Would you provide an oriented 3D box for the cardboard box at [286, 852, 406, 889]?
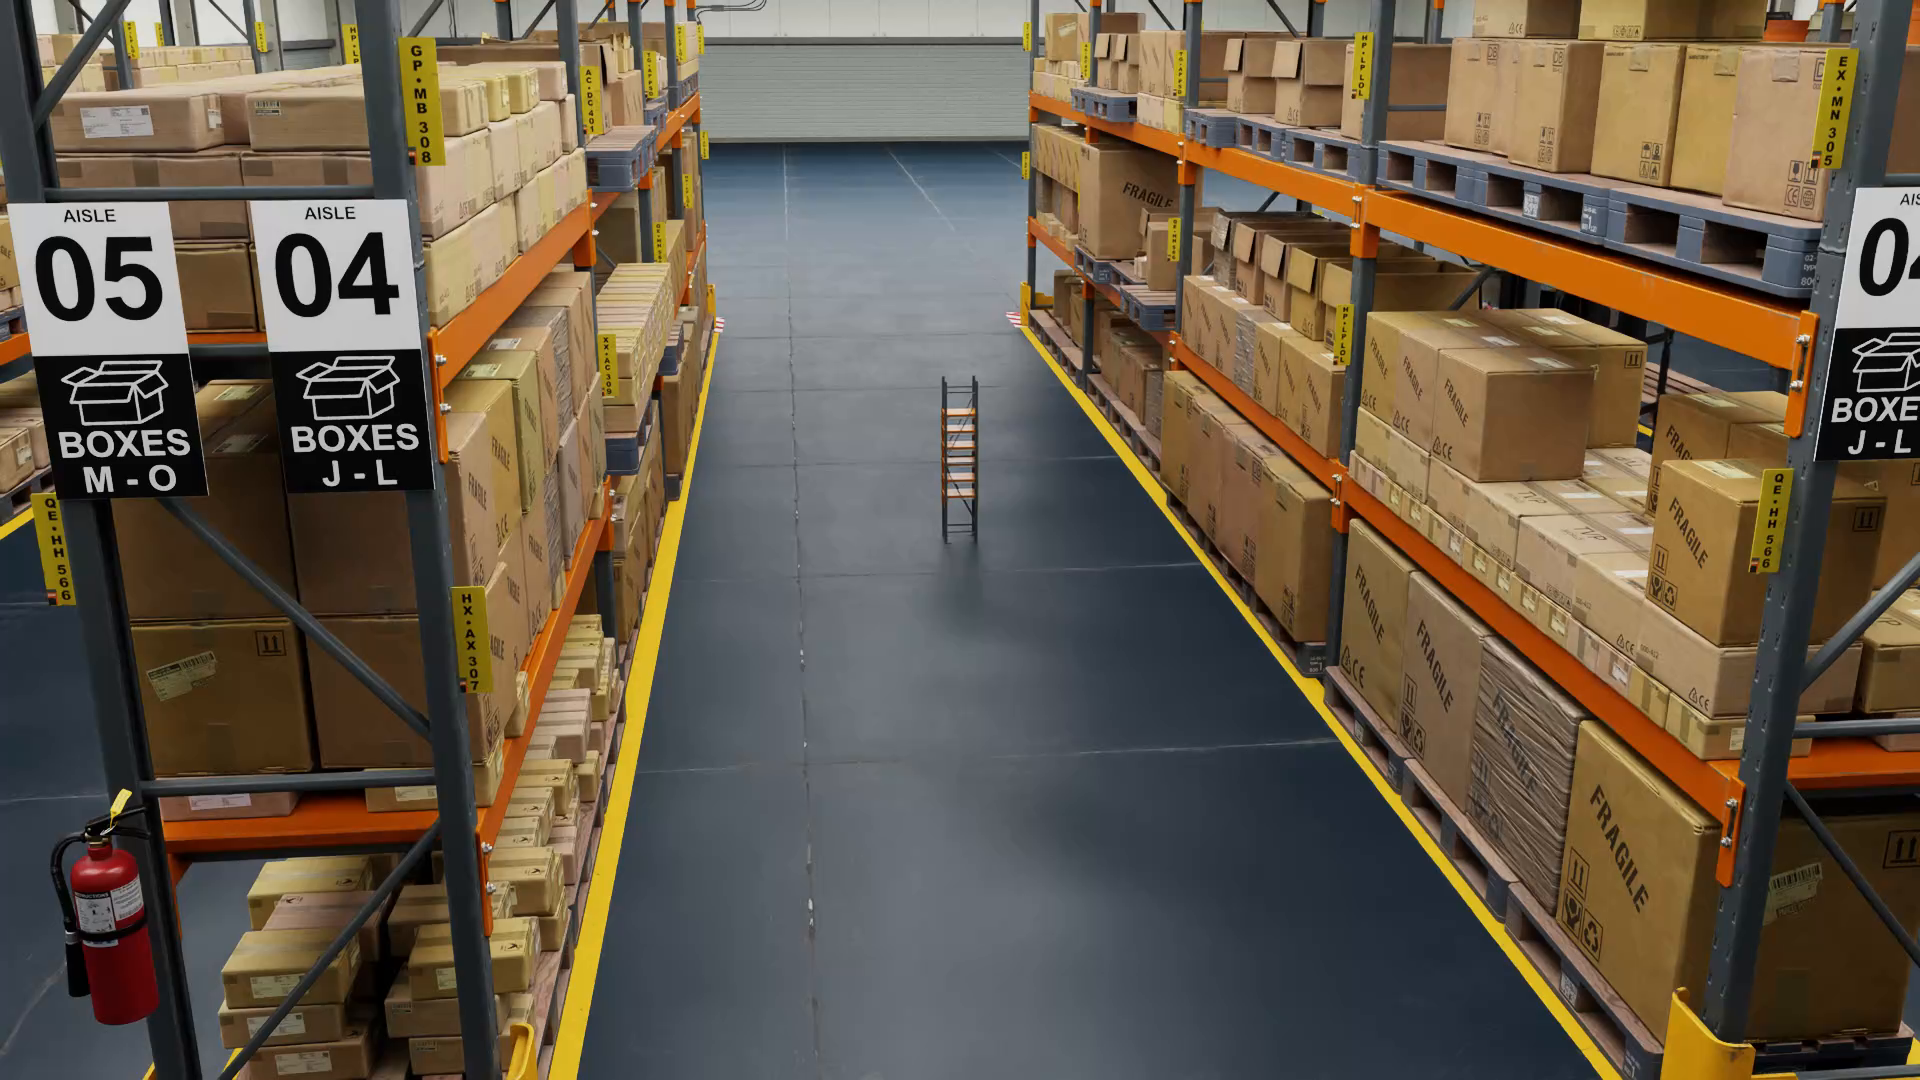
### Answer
[{"bbox_3d":[-2.342,1.217,6.359,0.380,0.149,0.250,-2,18,-8],"label":"cardboard box"}]

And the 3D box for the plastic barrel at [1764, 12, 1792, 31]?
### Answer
[{"bbox_3d":[7.086,-4.268,14.918,0.600,0.901,0.708,-2,18,-6],"label":"plastic barrel"}]

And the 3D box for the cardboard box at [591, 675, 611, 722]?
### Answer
[{"bbox_3d":[-1.929,0.789,8.217,0.380,0.149,0.250,-2,18,-8],"label":"cardboard box"}]

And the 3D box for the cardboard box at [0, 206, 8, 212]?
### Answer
[{"bbox_3d":[-7.671,-2.474,13.686,0.500,0.500,0.500,-2,18,-8],"label":"cardboard box"}]

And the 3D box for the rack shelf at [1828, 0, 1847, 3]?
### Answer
[{"bbox_3d":[7.301,-3.672,10.720,1.077,0.370,4.000,-2,18,-6],"label":"rack shelf"}]

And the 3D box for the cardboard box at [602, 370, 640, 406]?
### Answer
[{"bbox_3d":[-1.946,-0.826,9.023,0.380,0.149,0.250,-1,17,-5],"label":"cardboard box"}]

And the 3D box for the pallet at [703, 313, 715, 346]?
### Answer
[{"bbox_3d":[-3.440,-2.481,19.728,1.003,0.211,1.213,-2,18,-6],"label":"pallet"}]

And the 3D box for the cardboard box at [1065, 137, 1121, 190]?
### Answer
[{"bbox_3d":[1.383,-3.920,17.323,0.500,0.500,0.500,-2,18,-6],"label":"cardboard box"}]

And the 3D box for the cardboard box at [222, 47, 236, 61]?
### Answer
[{"bbox_3d":[-8.152,-5.311,18.167,0.380,0.149,0.250,-2,18,-6],"label":"cardboard box"}]

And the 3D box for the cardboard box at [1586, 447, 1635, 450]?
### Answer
[{"bbox_3d":[2.944,-0.388,8.160,0.500,0.250,0.500,-1,17,-4],"label":"cardboard box"}]

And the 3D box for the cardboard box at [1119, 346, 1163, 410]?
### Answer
[{"bbox_3d":[1.887,-1.503,15.396,0.700,0.500,0.500,-3,18,-10],"label":"cardboard box"}]

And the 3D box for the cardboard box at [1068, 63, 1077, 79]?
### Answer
[{"bbox_3d":[1.332,-4.853,17.203,0.380,0.149,0.250,-2,18,-7],"label":"cardboard box"}]

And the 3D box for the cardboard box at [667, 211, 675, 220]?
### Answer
[{"bbox_3d":[-3.238,-3.037,16.592,0.875,0.550,0.550,-2,18,-6],"label":"cardboard box"}]

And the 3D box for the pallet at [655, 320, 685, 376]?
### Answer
[{"bbox_3d":[-2.596,-1.363,11.832,1.213,0.211,1.003,-2,18,-6],"label":"pallet"}]

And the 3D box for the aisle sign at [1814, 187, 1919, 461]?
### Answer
[{"bbox_3d":[2.703,-0.613,4.783,0.394,0.787,0.004,-2,18,-6],"label":"aisle sign"}]

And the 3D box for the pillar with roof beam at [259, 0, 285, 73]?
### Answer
[{"bbox_3d":[-12.468,-13.620,40.538,9.100,9.000,0.400,-2,18,-6],"label":"pillar with roof beam"}]

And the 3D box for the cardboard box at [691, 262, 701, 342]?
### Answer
[{"bbox_3d":[-3.280,-2.500,17.980,0.875,0.875,0.875,-2,18,-5],"label":"cardboard box"}]

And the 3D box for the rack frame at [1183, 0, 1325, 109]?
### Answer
[{"bbox_3d":[2.169,-4.649,11.963,1.000,3.000,0.127,-2,18,-6],"label":"rack frame"}]

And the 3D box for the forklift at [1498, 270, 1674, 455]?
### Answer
[{"bbox_3d":[4.965,-1.802,13.022,3.031,2.935,1.130,-15,23,-39],"label":"forklift"}]

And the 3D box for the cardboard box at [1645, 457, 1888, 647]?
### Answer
[{"bbox_3d":[2.682,0.031,5.572,0.500,0.500,0.500,-2,17,-5],"label":"cardboard box"}]

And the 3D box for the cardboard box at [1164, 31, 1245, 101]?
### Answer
[{"bbox_3d":[1.871,-3.639,12.751,0.500,0.500,0.500,-1,17,-4],"label":"cardboard box"}]

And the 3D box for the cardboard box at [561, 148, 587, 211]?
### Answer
[{"bbox_3d":[-2.043,-1.694,7.807,0.500,0.250,0.500,-1,17,-4],"label":"cardboard box"}]

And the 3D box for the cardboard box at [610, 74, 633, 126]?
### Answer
[{"bbox_3d":[-2.352,-2.683,10.540,0.500,0.500,0.500,-2,18,-6],"label":"cardboard box"}]

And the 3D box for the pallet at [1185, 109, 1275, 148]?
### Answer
[{"bbox_3d":[2.288,-2.938,11.835,1.213,0.211,1.003,-1,17,-3],"label":"pallet"}]

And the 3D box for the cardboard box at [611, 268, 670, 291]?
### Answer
[{"bbox_3d":[-2.245,-1.822,11.697,0.380,0.149,0.250,-2,18,-6],"label":"cardboard box"}]

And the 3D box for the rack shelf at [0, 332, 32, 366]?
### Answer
[{"bbox_3d":[-7.895,-1.734,13.892,1.077,0.370,4.000,-2,18,-6],"label":"rack shelf"}]

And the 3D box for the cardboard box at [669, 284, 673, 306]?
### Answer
[{"bbox_3d":[-2.271,-1.753,11.976,0.380,0.149,0.250,-1,17,-5],"label":"cardboard box"}]

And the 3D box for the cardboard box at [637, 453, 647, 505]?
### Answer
[{"bbox_3d":[-2.282,-0.377,10.590,0.500,0.250,0.500,-1,17,-4],"label":"cardboard box"}]

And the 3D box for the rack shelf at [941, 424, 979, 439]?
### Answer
[{"bbox_3d":[-0.001,-0.763,11.953,0.258,0.103,0.180,-2,18,-6],"label":"rack shelf"}]

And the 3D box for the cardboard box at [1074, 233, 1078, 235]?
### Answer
[{"bbox_3d":[1.428,-3.215,17.828,0.380,0.149,0.250,-2,18,-6],"label":"cardboard box"}]

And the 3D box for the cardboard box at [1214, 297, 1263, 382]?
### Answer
[{"bbox_3d":[2.060,-1.376,11.384,0.500,0.500,0.500,-2,18,-7],"label":"cardboard box"}]

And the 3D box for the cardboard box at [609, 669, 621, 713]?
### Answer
[{"bbox_3d":[-1.983,0.794,8.699,0.380,0.149,0.250,-2,17,-5],"label":"cardboard box"}]

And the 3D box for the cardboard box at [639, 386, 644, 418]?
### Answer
[{"bbox_3d":[-1.980,-0.767,9.330,0.380,0.149,0.250,-2,17,-5],"label":"cardboard box"}]

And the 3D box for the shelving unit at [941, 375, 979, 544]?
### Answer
[{"bbox_3d":[-0.001,-0.577,12.011,0.258,1.200,0.189,-2,18,-6],"label":"shelving unit"}]

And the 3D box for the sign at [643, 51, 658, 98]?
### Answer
[{"bbox_3d":[-2.235,-3.358,11.994,0.100,0.325,0.005,-2,18,-6],"label":"sign"}]

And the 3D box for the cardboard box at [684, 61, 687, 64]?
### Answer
[{"bbox_3d":[-3.013,-4.910,16.687,0.500,0.250,0.500,-2,18,-6],"label":"cardboard box"}]

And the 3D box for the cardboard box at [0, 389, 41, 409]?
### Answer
[{"bbox_3d":[-7.894,-1.042,14.174,0.950,0.372,0.625,-1,17,-4],"label":"cardboard box"}]

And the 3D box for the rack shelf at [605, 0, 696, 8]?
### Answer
[{"bbox_3d":[-3.394,-5.780,17.433,1.077,0.370,4.000,-2,18,-6],"label":"rack shelf"}]

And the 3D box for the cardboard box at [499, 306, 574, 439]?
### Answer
[{"bbox_3d":[-1.948,-0.700,7.068,0.500,0.500,0.500,-1,17,-4],"label":"cardboard box"}]

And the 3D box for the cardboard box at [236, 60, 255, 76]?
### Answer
[{"bbox_3d":[-8.193,-5.222,18.548,0.500,0.250,0.500,-2,18,-6],"label":"cardboard box"}]

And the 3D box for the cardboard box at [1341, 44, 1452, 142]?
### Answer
[{"bbox_3d":[2.511,-2.447,9.088,0.700,0.500,0.500,-1,17,-4],"label":"cardboard box"}]

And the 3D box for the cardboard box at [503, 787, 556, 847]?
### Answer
[{"bbox_3d":[-1.840,1.117,6.676,0.380,0.149,0.250,-1,17,-3],"label":"cardboard box"}]

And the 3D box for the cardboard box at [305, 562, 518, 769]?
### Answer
[{"bbox_3d":[-1.722,0.388,5.271,0.500,0.500,0.500,-1,17,-3],"label":"cardboard box"}]

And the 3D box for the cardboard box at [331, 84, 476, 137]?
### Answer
[{"bbox_3d":[-1.721,-1.332,5.154,0.380,0.149,0.250,-2,18,-6],"label":"cardboard box"}]

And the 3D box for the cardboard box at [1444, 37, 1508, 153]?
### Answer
[{"bbox_3d":[2.722,-2.091,7.787,0.700,0.500,0.500,-3,18,-9],"label":"cardboard box"}]

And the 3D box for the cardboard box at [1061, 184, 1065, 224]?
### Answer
[{"bbox_3d":[1.592,-3.751,18.452,0.875,0.500,0.500,-2,18,-6],"label":"cardboard box"}]

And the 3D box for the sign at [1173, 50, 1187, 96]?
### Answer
[{"bbox_3d":[1.629,-3.449,12.284,0.100,0.325,0.005,-2,18,-6],"label":"sign"}]

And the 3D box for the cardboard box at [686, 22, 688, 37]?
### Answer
[{"bbox_3d":[-3.020,-5.294,17.243,0.380,0.149,0.250,-2,18,-6],"label":"cardboard box"}]

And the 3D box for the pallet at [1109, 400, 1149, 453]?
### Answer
[{"bbox_3d":[1.967,-1.052,15.176,1.003,0.211,1.213,-2,18,-6],"label":"pallet"}]

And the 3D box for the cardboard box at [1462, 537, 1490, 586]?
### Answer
[{"bbox_3d":[2.443,0.087,7.311,0.380,0.149,0.250,-2,18,-7],"label":"cardboard box"}]

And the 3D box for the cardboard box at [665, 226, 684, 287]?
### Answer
[{"bbox_3d":[-2.816,-2.606,15.302,0.500,0.500,0.500,-2,18,-6],"label":"cardboard box"}]

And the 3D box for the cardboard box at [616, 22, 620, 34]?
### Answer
[{"bbox_3d":[-3.619,-5.119,16.688,0.380,0.149,0.250,-1,17,-5],"label":"cardboard box"}]

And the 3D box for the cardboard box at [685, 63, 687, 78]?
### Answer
[{"bbox_3d":[-2.966,-4.760,16.875,0.380,0.149,0.250,-2,18,-7],"label":"cardboard box"}]

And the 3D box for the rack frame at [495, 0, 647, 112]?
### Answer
[{"bbox_3d":[-2.775,-4.526,11.571,1.000,3.000,0.127,-2,18,-6],"label":"rack frame"}]

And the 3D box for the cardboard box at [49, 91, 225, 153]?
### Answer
[{"bbox_3d":[-2.277,-1.159,4.603,0.380,0.149,0.250,-2,18,-6],"label":"cardboard box"}]
